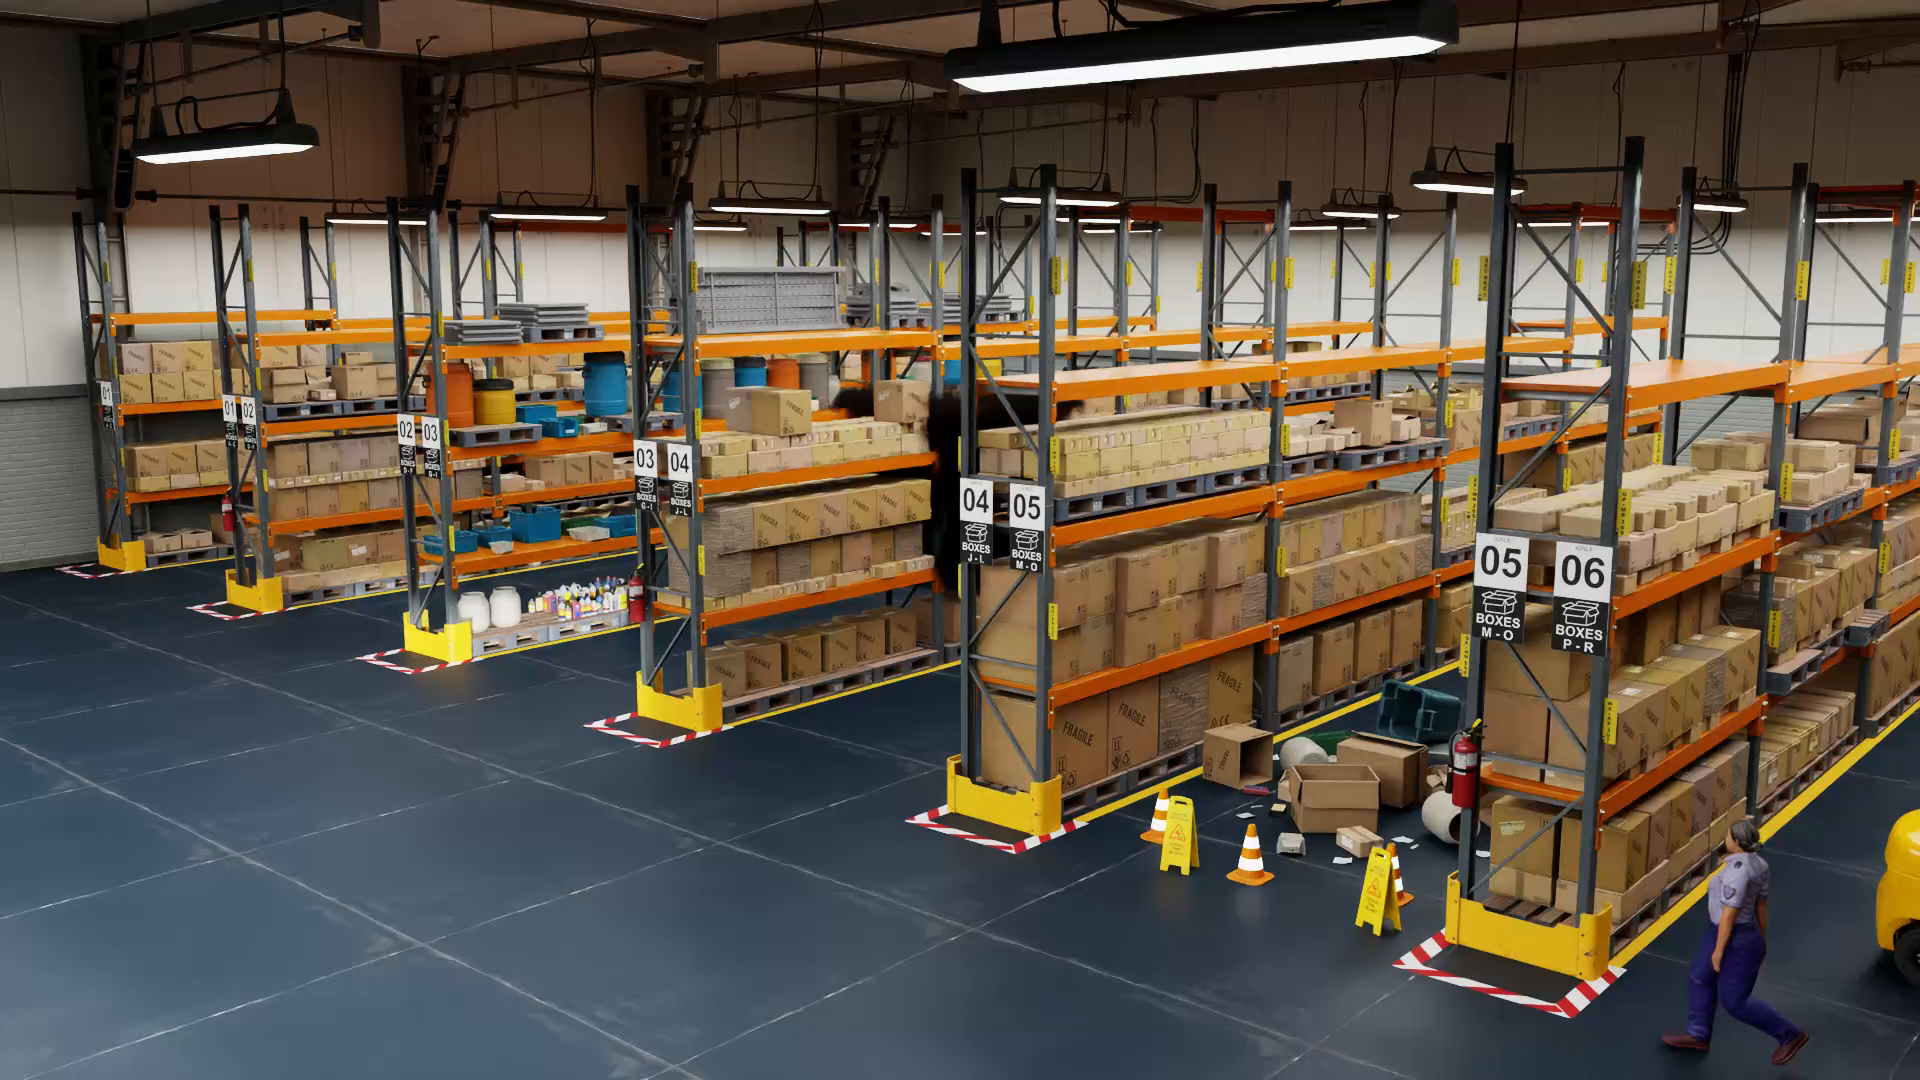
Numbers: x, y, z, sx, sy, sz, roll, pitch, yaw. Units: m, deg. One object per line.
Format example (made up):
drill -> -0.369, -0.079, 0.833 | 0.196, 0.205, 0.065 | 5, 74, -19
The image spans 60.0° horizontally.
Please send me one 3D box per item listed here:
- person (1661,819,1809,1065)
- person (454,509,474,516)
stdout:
person -> 5.046, 2.593, 10.765 | 0.814, 1.614, 0.474 | 2, 10, 13
person -> -9.416, -0.902, 31.269 | 0.398, 1.776, 0.547 | 4, 10, 21
